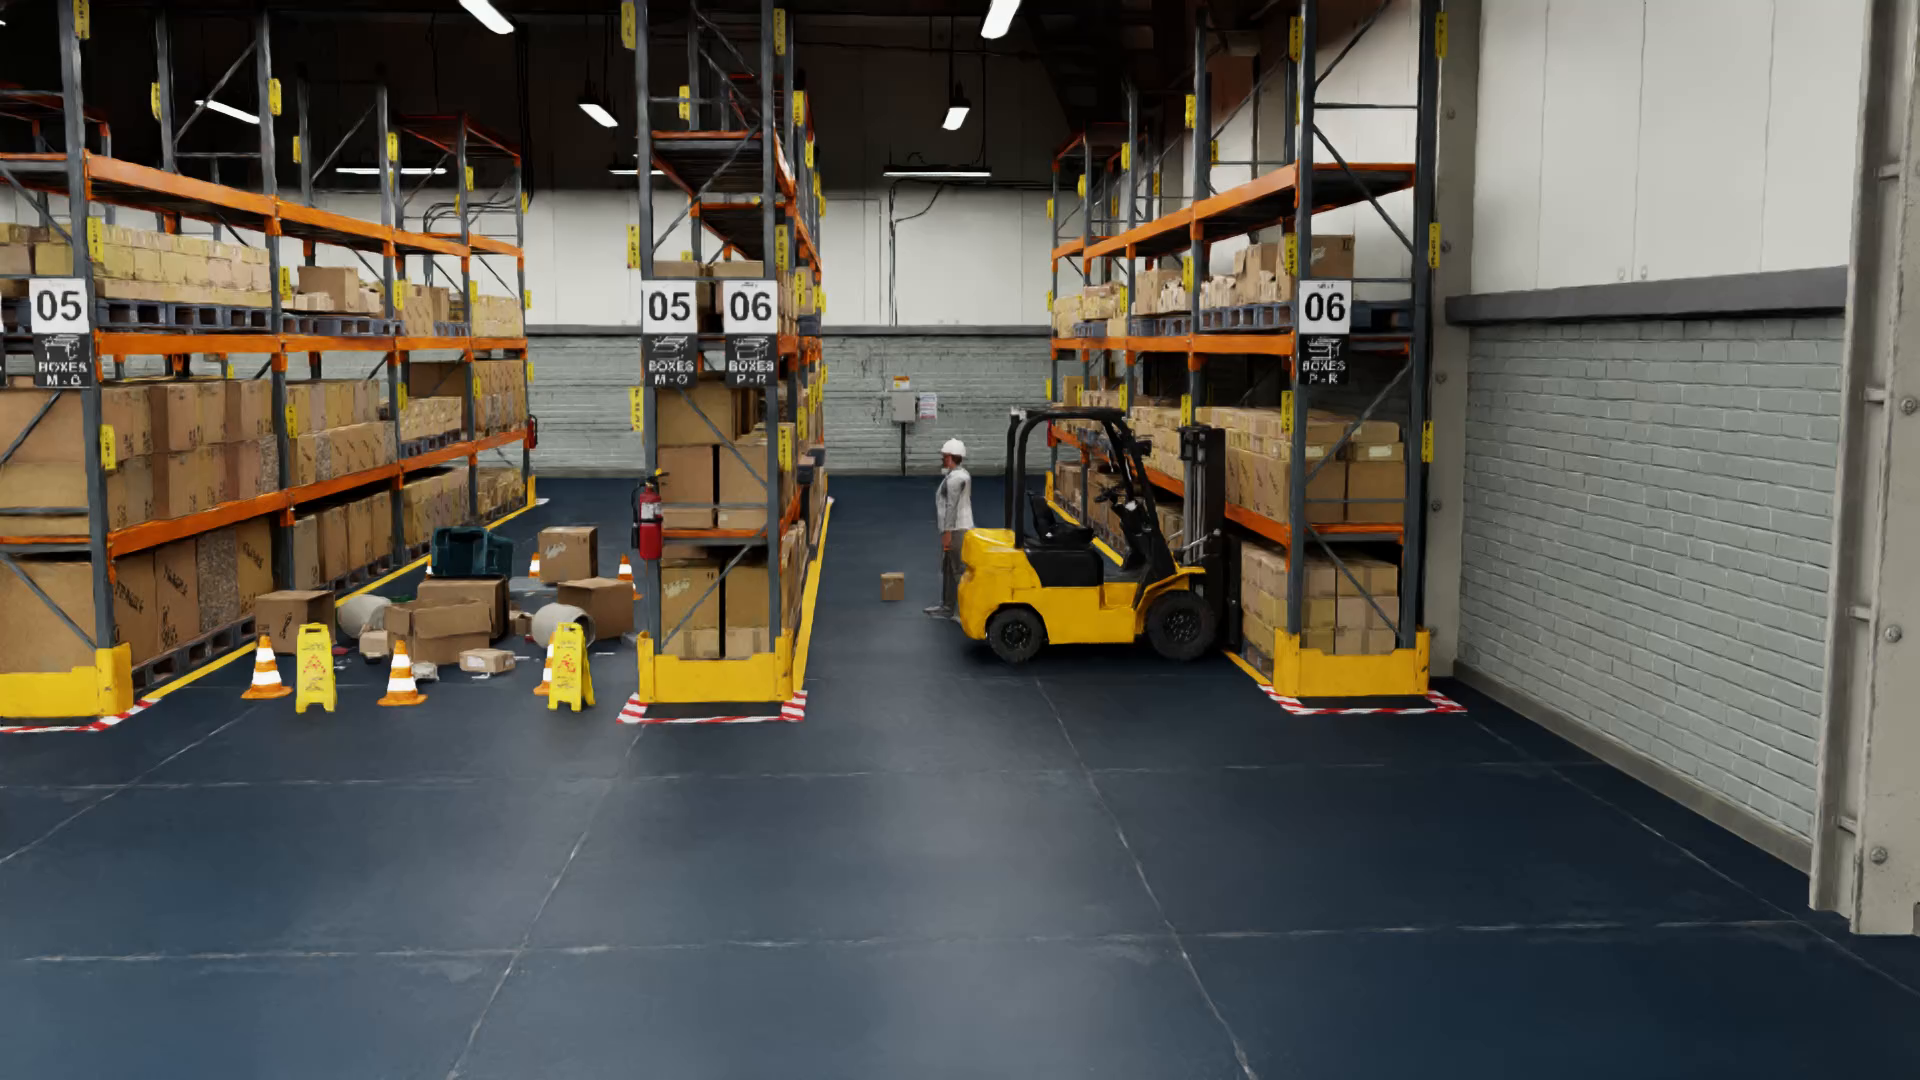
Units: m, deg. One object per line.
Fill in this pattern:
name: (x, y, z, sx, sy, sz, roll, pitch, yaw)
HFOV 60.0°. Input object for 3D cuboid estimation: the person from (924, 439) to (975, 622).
person: (-0.089, -0.107, 16.320, 0.575, 1.770, 0.648, 1, 7, 5)
